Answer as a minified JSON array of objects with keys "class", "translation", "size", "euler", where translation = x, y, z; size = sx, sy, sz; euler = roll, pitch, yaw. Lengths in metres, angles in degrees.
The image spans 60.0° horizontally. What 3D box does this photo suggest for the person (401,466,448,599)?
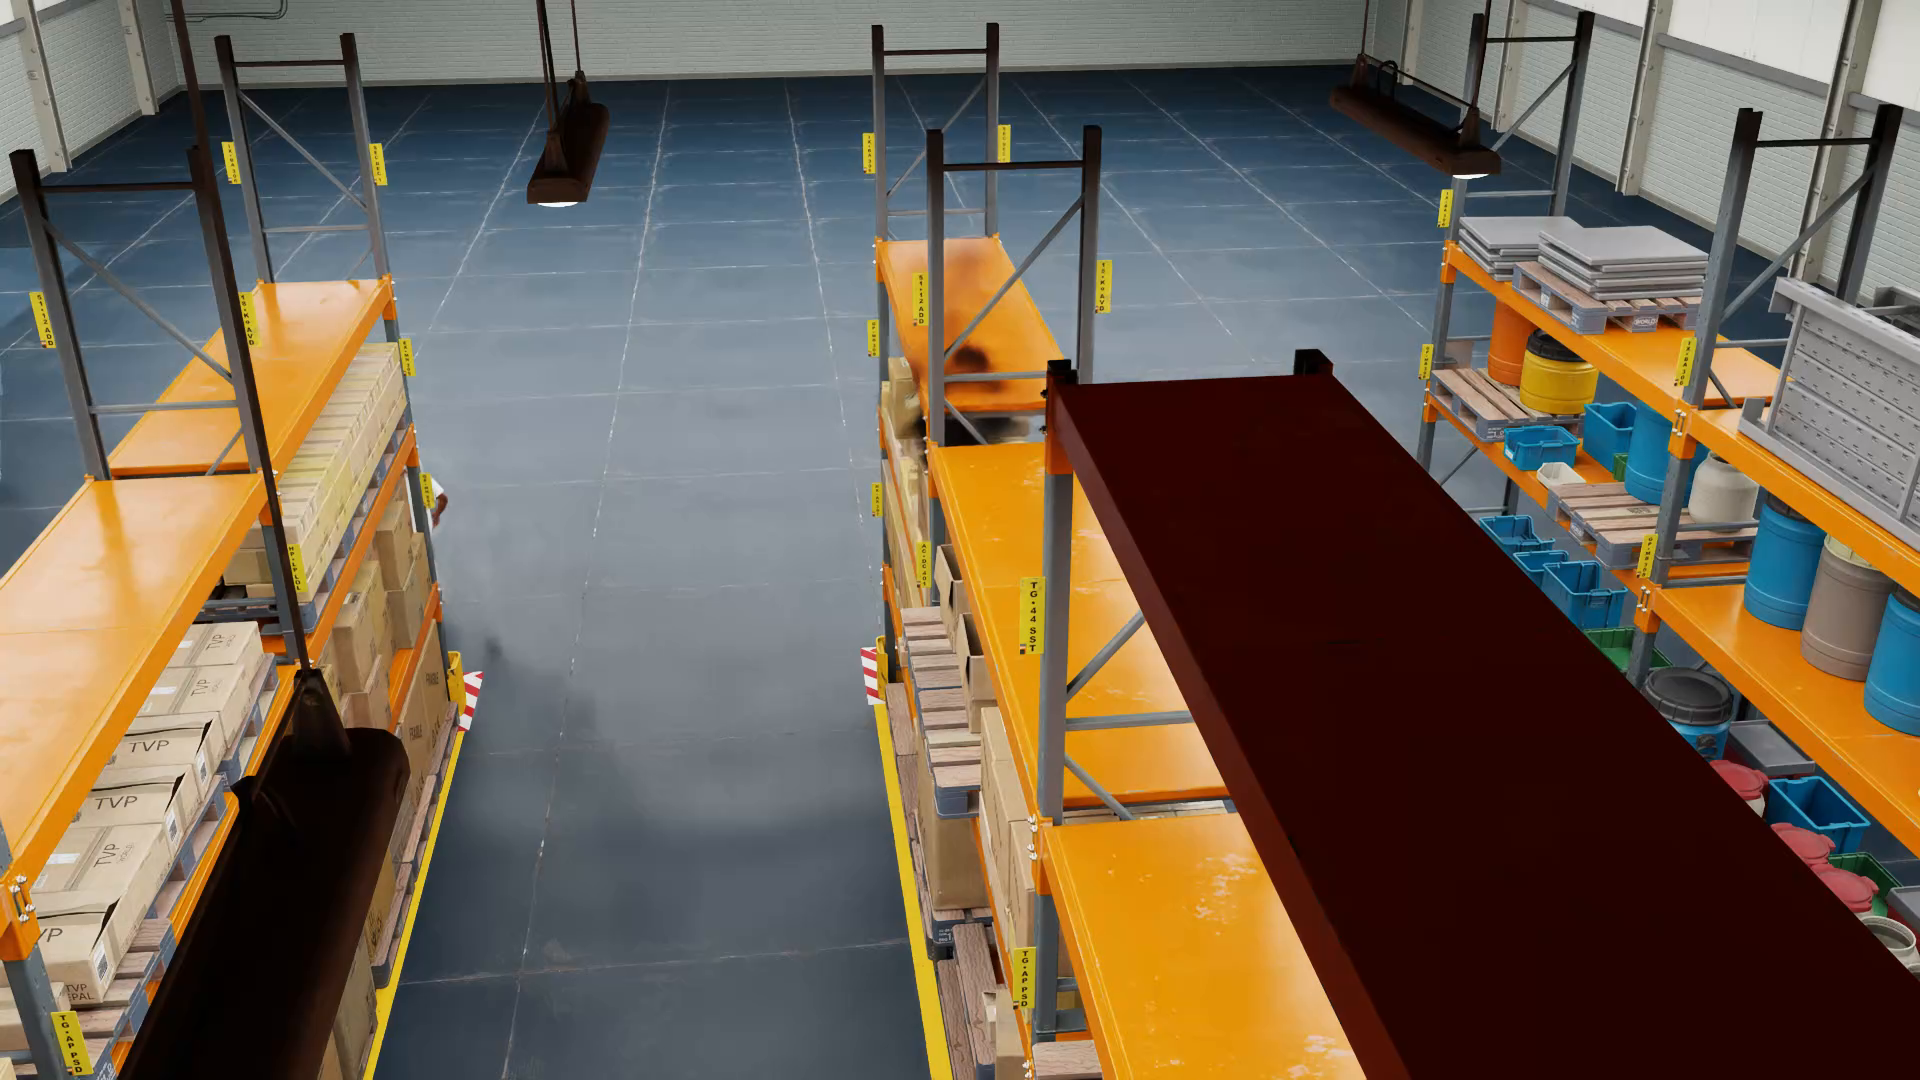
[{"class":"person","translation":[-5.532,-0.095,16.692],"size":[0.668,1.770,0.682],"euler":[-22,33,-38]}]
